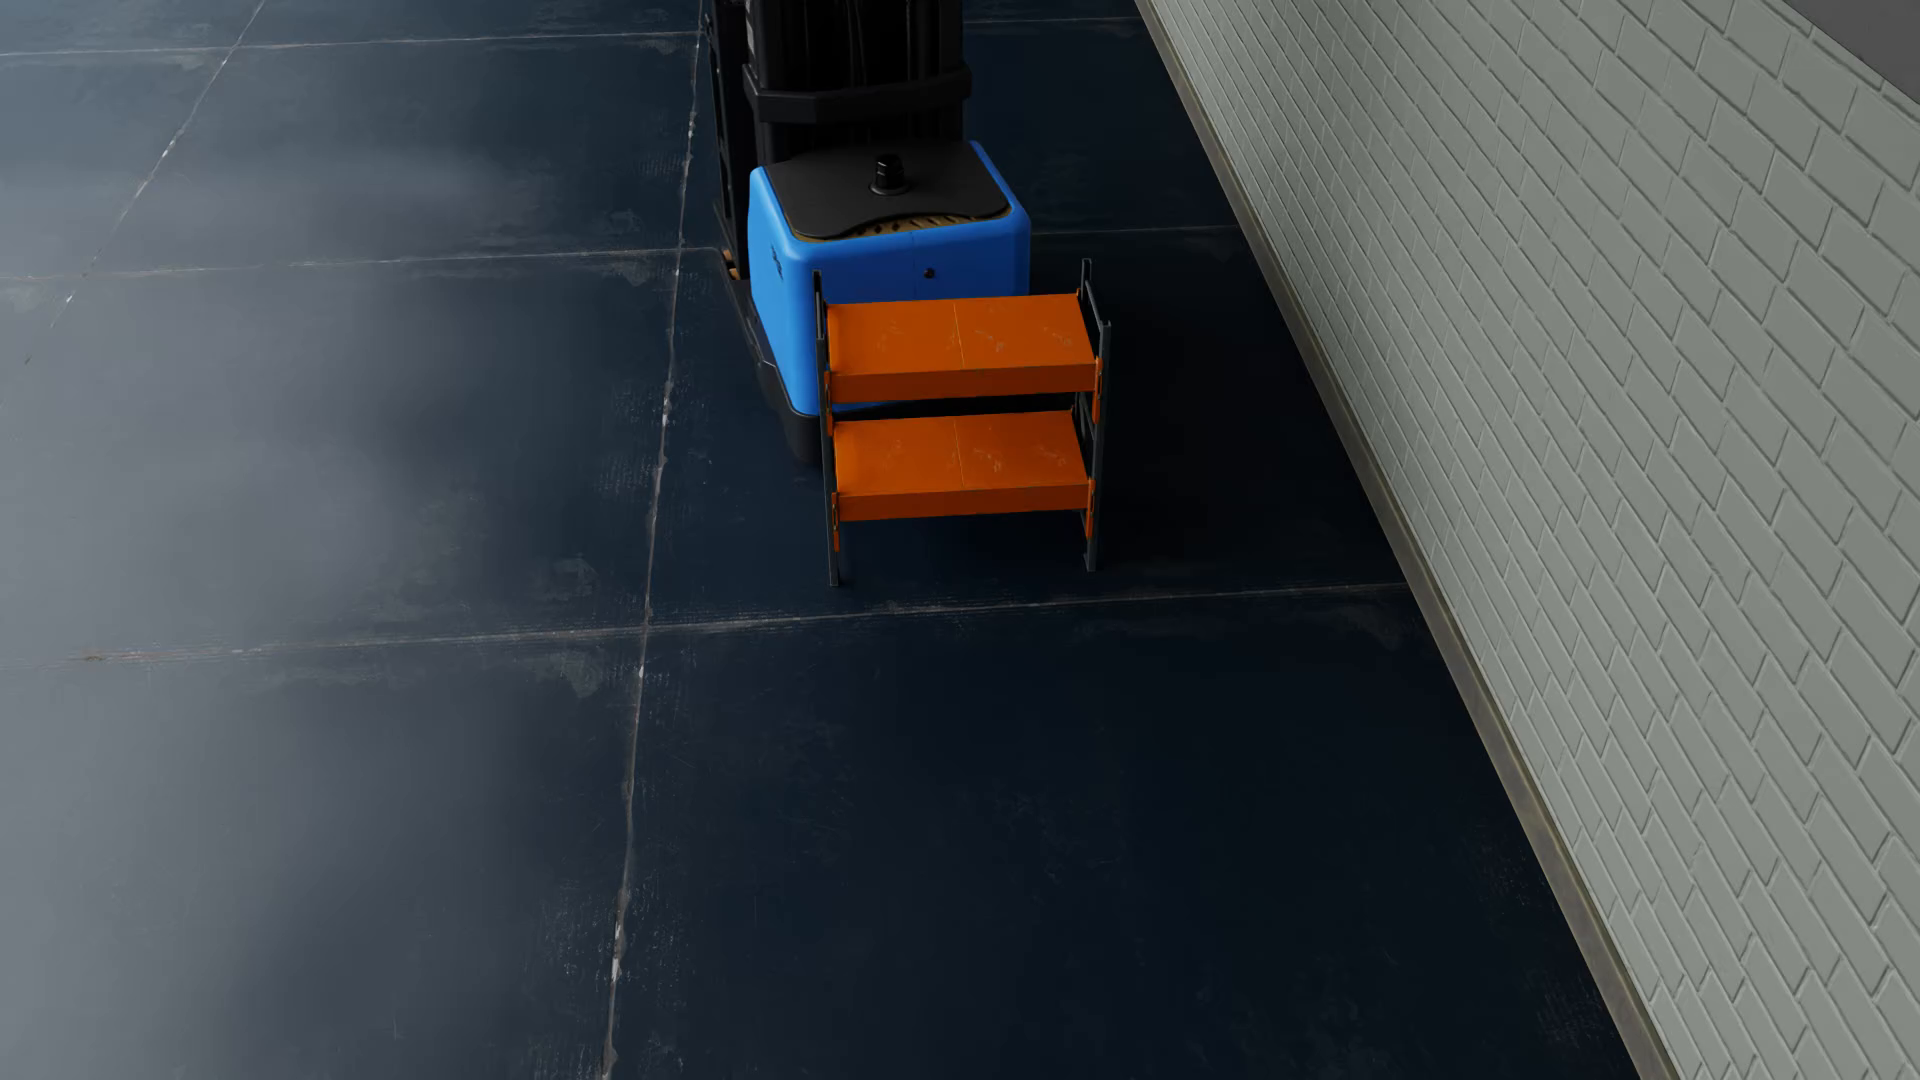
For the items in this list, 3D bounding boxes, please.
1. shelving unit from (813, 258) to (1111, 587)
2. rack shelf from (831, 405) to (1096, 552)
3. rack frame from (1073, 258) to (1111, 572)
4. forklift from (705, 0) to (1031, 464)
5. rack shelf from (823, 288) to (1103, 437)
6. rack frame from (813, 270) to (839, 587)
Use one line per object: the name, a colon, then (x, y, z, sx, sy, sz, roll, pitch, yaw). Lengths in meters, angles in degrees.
shelving unit: (-0.007, -0.441, 6.401, 1.048, 1.125, 0.538, -3, 38, -4)
rack shelf: (-0.007, -0.249, 6.553, 1.000, 0.278, 0.538, -3, 38, -4)
rack frame: (0.500, -0.469, 6.436, 0.032, 1.125, 0.500, -3, 38, -4)
forklift: (-0.593, -2.390, 7.413, 1.130, 2.935, 3.031, -10, 39, -12)
rack shelf: (-0.007, -0.671, 6.220, 1.000, 0.278, 0.538, -3, 38, -4)
rack frame: (-0.513, -0.413, 6.366, 0.032, 1.125, 0.500, -3, 38, -4)
